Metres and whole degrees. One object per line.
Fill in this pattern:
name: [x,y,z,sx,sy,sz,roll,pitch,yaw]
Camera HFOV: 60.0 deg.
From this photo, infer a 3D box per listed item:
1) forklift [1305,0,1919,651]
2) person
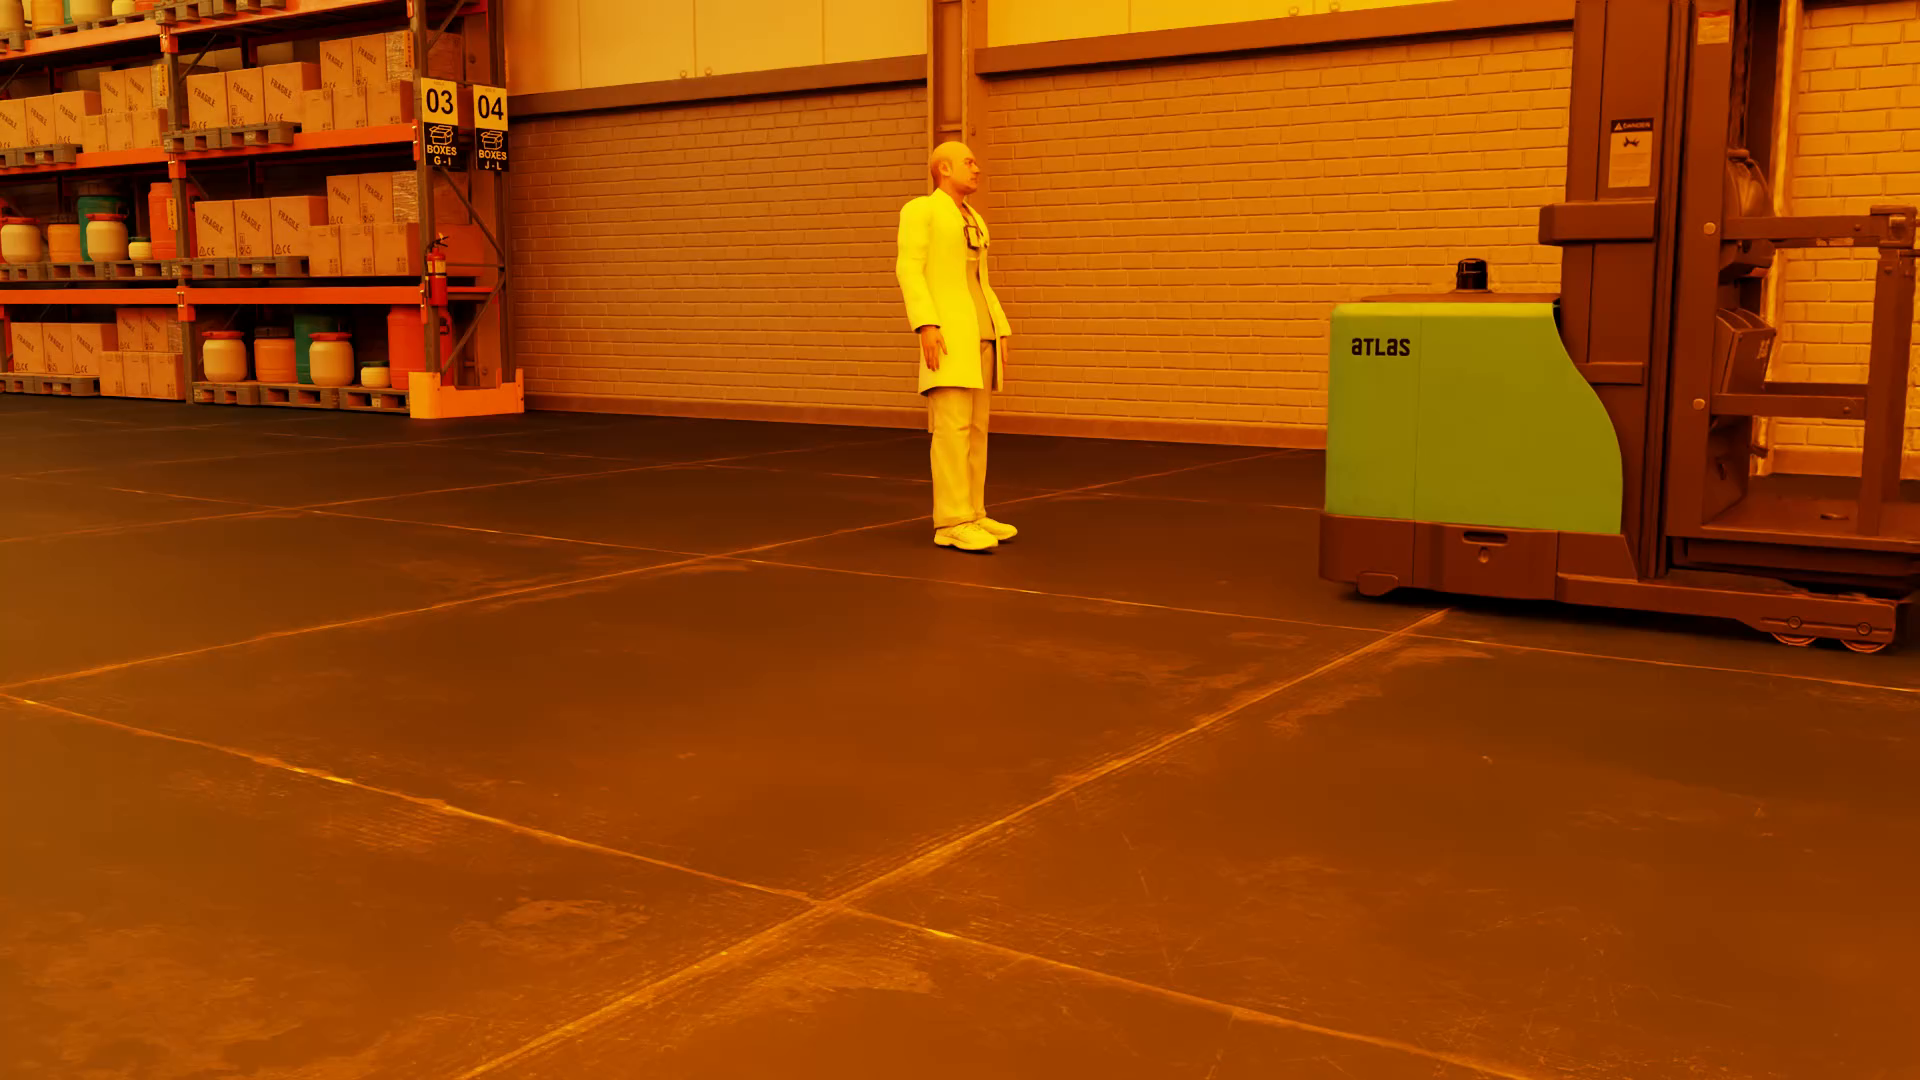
forklift: [2.800,-1.190,5.561,3.031,2.935,1.130,5,10,32]
person: [0.074,-0.880,7.424,0.578,1.778,0.698,5,10,34]
